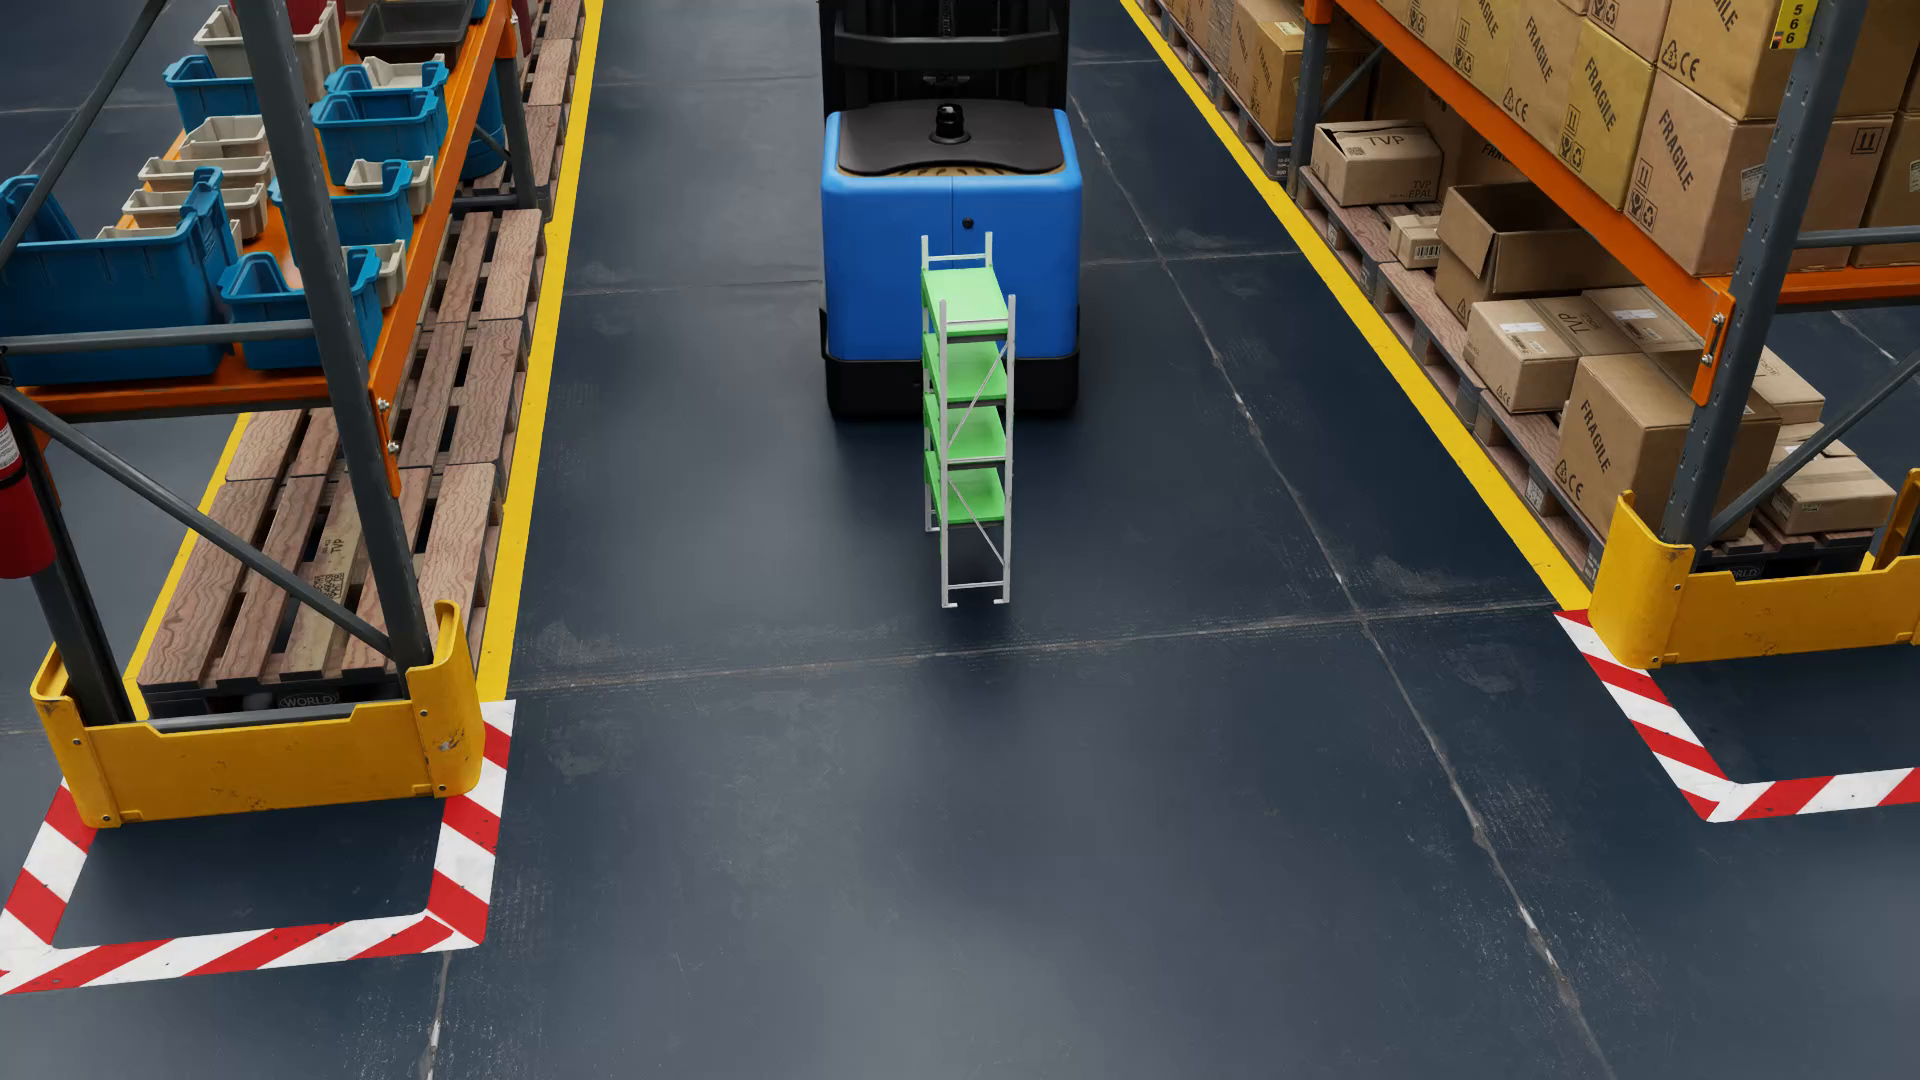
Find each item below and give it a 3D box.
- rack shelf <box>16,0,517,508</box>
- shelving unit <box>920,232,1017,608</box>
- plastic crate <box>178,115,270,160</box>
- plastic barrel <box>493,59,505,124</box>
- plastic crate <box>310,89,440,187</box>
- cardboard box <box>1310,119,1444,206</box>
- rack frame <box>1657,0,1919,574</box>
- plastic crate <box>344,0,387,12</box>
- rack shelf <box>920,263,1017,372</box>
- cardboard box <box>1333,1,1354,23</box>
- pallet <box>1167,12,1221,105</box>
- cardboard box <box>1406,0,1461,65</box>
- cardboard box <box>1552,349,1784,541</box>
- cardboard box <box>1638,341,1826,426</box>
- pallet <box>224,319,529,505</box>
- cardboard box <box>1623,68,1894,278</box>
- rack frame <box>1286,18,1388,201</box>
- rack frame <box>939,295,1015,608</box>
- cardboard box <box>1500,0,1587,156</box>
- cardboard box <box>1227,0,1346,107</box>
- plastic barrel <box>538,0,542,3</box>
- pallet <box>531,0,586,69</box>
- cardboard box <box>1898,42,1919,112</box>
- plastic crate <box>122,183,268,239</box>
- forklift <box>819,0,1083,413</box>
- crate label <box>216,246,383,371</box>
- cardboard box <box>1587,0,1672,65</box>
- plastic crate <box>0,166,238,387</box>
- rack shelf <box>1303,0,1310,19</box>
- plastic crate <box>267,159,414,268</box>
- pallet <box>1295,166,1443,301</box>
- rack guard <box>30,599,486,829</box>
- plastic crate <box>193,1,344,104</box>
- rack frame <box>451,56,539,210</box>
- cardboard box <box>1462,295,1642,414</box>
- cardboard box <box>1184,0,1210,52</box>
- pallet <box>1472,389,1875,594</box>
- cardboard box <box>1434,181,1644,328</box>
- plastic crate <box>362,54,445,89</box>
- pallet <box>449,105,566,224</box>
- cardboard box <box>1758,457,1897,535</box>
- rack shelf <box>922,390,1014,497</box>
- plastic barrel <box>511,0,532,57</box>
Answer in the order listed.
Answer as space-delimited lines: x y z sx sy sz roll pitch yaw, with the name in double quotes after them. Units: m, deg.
-2.371 -1.341 6.193 1.077 0.370 4.000 -4 35 -6 "rack shelf"
0.022 -0.403 5.777 0.258 1.200 0.503 -4 35 -6 "shelving unit"
-2.536 -1.360 5.763 0.298 0.136 0.250 -4 35 -6 "plastic crate"
-2.792 -2.761 9.128 0.600 0.901 0.708 -4 35 -6 "plastic barrel"
-1.986 -1.376 5.700 0.416 0.233 0.300 -4 35 -6 "plastic crate"
2.111 -1.948 8.441 0.500 0.311 0.500 -4 35 -6 "cardboard box"
2.807 -0.896 4.900 1.000 3.000 0.127 -4 35 -6 "rack frame"
-2.719 -2.400 7.289 0.396 0.136 0.243 -4 35 -6 "plastic crate"
0.022 -0.747 5.542 0.258 0.148 0.480 -4 35 -6 "rack shelf"
2.362 -2.862 9.615 0.500 0.500 0.500 -4 34 -6 "cardboard box"
1.955 -3.109 10.624 1.003 0.211 1.213 -4 35 -6 "pallet"
2.204 -2.299 6.871 0.500 0.500 0.500 -5 35 -7 "cardboard box"
2.490 -0.329 5.898 0.500 0.500 0.500 -4 35 -6 "cardboard box"
2.947 -0.545 6.437 0.500 0.250 0.500 -4 35 -6 "cardboard box"
-2.335 -0.513 6.815 1.003 0.211 1.213 -4 35 -6 "pallet"
2.477 -1.166 5.209 0.500 0.500 0.500 -3 34 -5 "cardboard box"
2.269 -3.128 8.176 1.000 3.000 0.127 -4 35 -6 "rack frame"
0.055 -0.267 5.577 0.240 1.200 0.015 -4 35 -6 "rack frame"
2.342 -1.734 6.042 0.500 0.500 0.500 -4 34 -6 "cardboard box"
1.860 -2.807 9.534 0.500 0.500 0.500 -4 35 -6 "cardboard box"
-3.095 -3.992 10.998 0.600 0.830 0.708 -4 35 -6 "plastic barrel"
-3.031 -3.398 11.048 1.003 0.211 1.213 -4 35 -6 "pallet"
3.008 -1.618 4.983 0.500 0.500 0.500 -3 34 -5 "cardboard box"
-2.416 -1.042 5.297 0.396 0.136 0.243 -4 35 -6 "plastic crate"
-0.076 -2.538 7.371 1.130 2.935 3.031 -1 34 -2 "forklift"
-1.809 -0.641 4.622 0.416 0.233 0.303 -4 35 -6 "crate label"
2.406 -1.859 5.338 0.500 0.500 0.500 -3 34 -5 "cardboard box"
-2.332 -0.735 4.580 0.616 0.435 0.499 -4 35 -6 "plastic crate"
2.000 -3.946 10.016 1.077 0.370 4.000 -4 35 -6 "rack shelf"
-1.898 -1.008 5.161 0.416 0.233 0.300 -4 35 -6 "plastic crate"
2.360 -1.592 8.399 1.003 0.211 1.213 -4 35 -6 "pallet"
-2.086 0.523 5.039 1.175 0.500 0.348 -4 35 -6 "rack guard"
-2.617 -1.864 6.374 0.437 0.282 0.530 -4 35 -6 "plastic crate"
-2.640 -2.755 7.628 1.000 3.000 0.127 -4 35 -6 "rack frame"
2.391 -0.758 6.750 0.500 0.250 0.500 -4 35 -6 "cardboard box"
1.723 -3.370 10.361 0.500 0.500 0.500 -5 35 -8 "cardboard box"
2.688 -0.230 6.401 1.003 0.211 1.213 -4 35 -6 "pallet"
2.527 -1.230 7.217 0.797 0.503 0.637 -4 35 -6 "cardboard box"
-2.108 -1.721 6.293 0.293 0.136 0.466 -4 35 -6 "plastic crate"
-2.703 -2.036 9.050 1.003 0.211 1.213 -4 35 -6 "pallet"
3.091 -0.159 5.961 0.380 0.149 0.250 -4 35 -6 "cardboard box"
0.022 -0.351 5.813 0.258 0.148 0.480 -4 35 -6 "rack shelf"
-2.943 -3.262 10.141 0.600 0.588 0.708 -4 35 -6 "plastic barrel"
